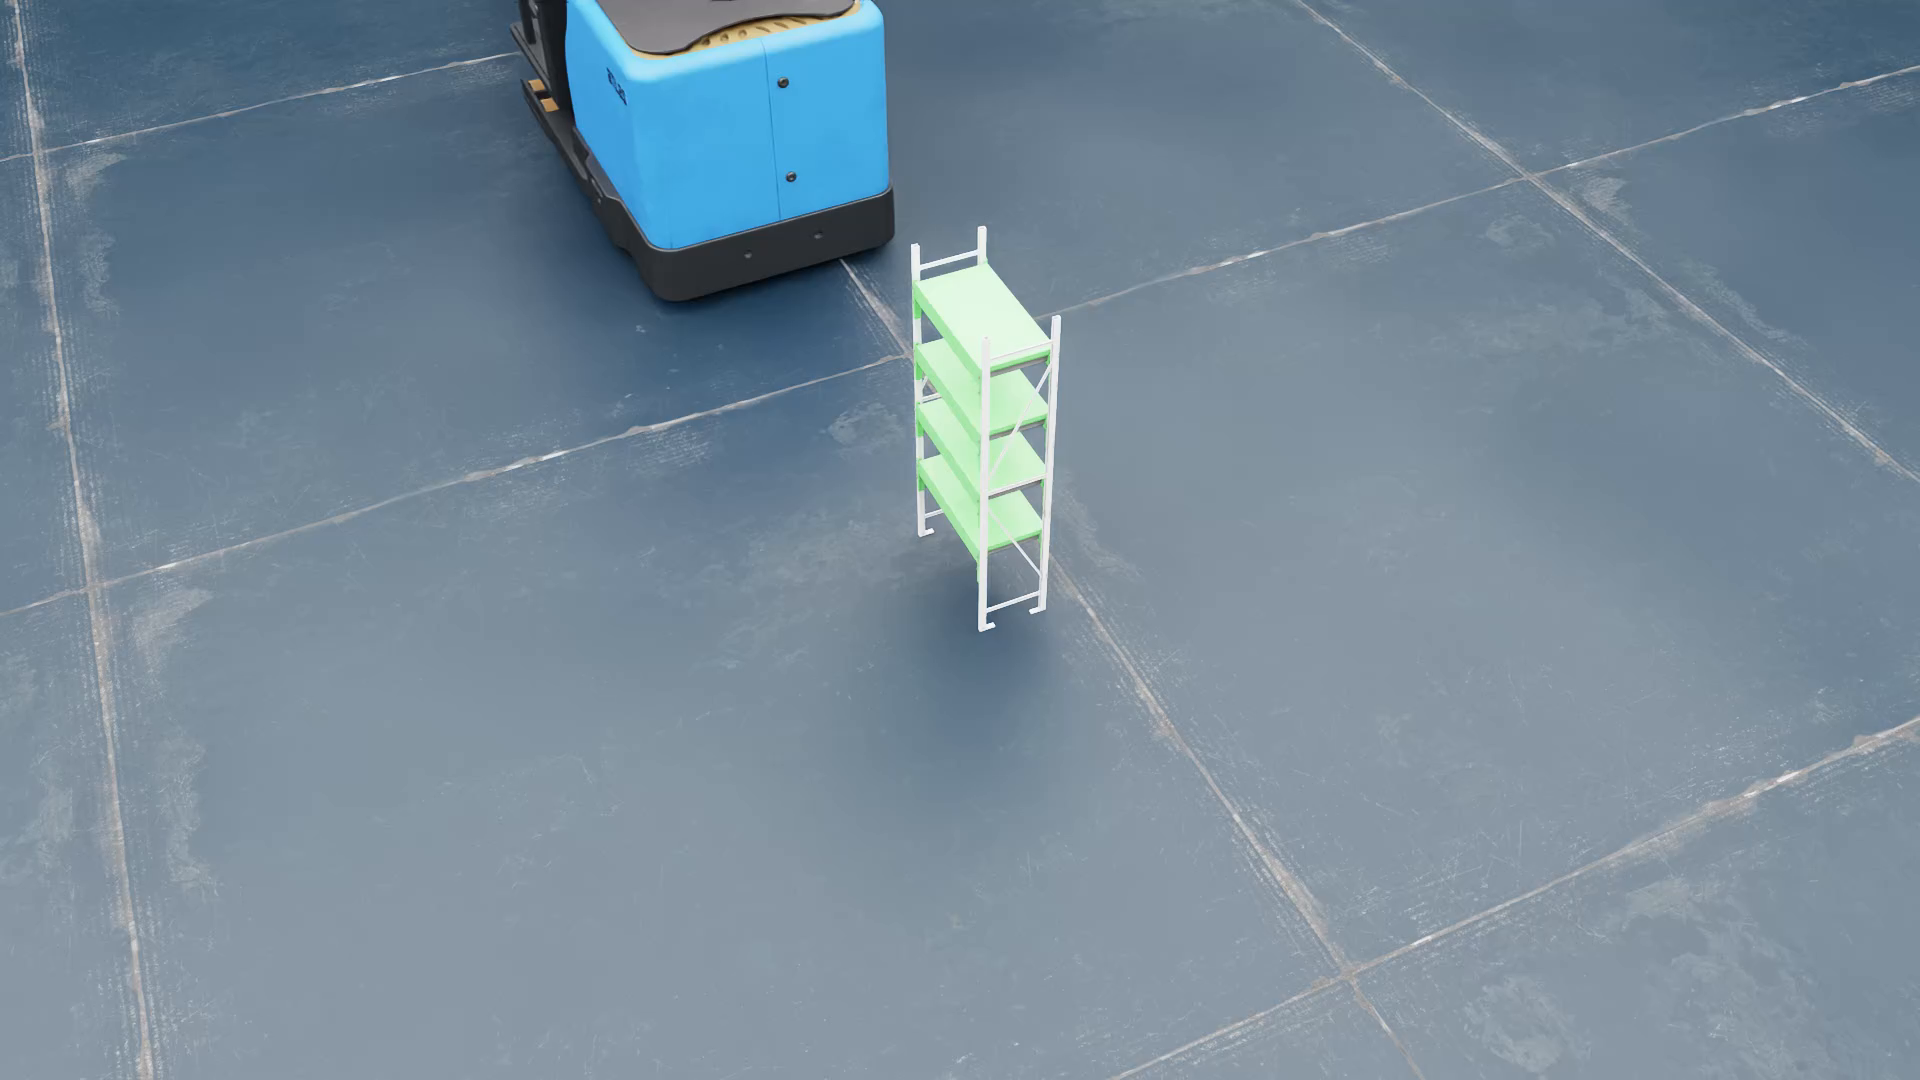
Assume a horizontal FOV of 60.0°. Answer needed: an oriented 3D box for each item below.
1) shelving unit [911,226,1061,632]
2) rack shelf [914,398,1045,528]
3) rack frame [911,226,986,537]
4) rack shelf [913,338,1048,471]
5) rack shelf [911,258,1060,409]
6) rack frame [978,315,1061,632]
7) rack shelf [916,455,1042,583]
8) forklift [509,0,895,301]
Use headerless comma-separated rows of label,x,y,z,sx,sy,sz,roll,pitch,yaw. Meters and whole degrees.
shelving unit,0.070,-0.322,5.222,0.258,1.200,0.503,-18,47,-17
rack shelf,0.070,-0.276,5.267,0.258,0.148,0.480,-18,47,-17
rack frame,-0.033,-0.477,5.379,0.240,1.200,0.015,-18,47,-17
rack shelf,0.070,-0.447,5.098,0.258,0.148,0.480,-18,47,-17
rack shelf,0.070,-0.618,4.929,0.258,0.148,0.480,-18,47,-17
rack frame,0.172,-0.166,5.064,0.240,1.200,0.015,-18,47,-17
rack shelf,0.070,-0.105,5.435,0.258,0.148,0.480,-18,47,-17
forklift,-1.380,-3.030,6.734,1.130,2.935,3.031,-19,48,-18
